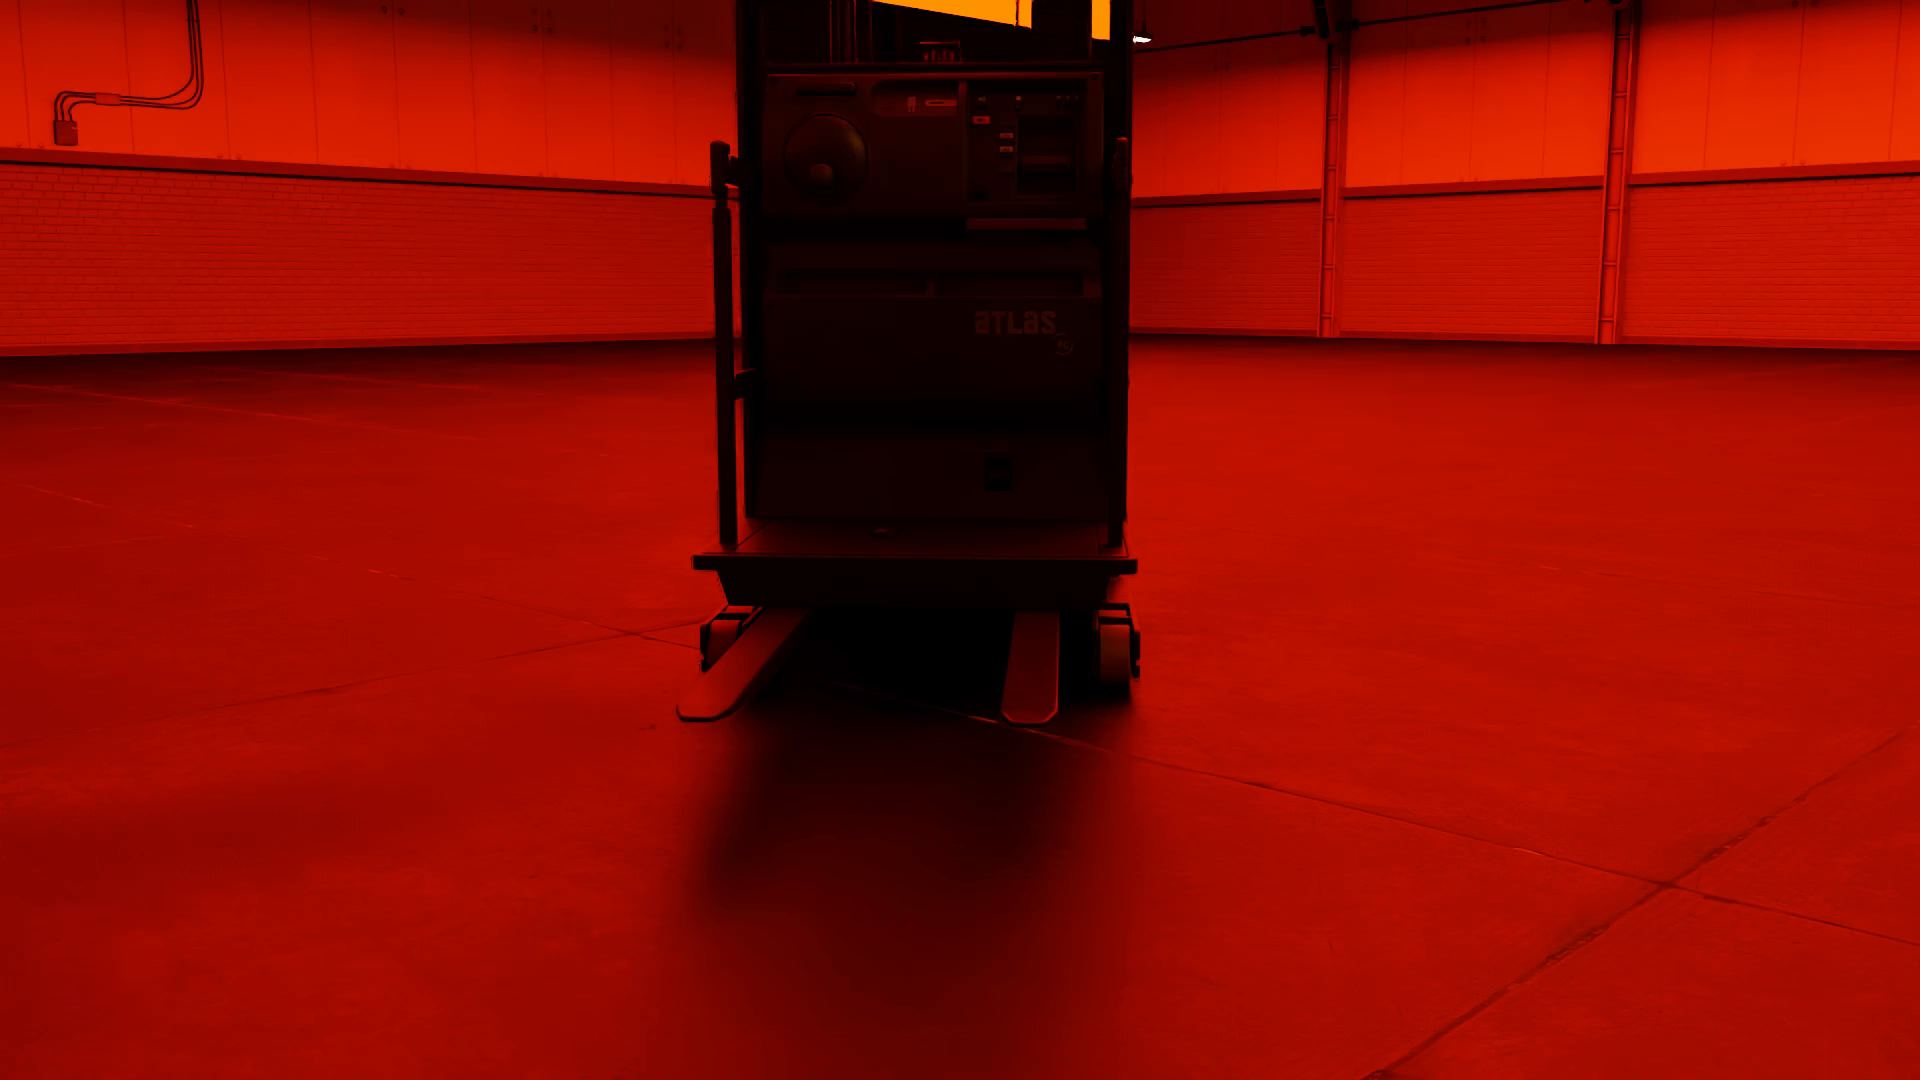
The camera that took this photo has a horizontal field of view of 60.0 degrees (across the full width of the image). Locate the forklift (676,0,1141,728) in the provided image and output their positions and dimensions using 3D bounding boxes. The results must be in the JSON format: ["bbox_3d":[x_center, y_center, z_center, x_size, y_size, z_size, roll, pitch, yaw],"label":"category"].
[{"bbox_3d":[-0.085,-1.124,4.336,1.130,2.935,3.031,1,9,4],"label":"forklift"}]
